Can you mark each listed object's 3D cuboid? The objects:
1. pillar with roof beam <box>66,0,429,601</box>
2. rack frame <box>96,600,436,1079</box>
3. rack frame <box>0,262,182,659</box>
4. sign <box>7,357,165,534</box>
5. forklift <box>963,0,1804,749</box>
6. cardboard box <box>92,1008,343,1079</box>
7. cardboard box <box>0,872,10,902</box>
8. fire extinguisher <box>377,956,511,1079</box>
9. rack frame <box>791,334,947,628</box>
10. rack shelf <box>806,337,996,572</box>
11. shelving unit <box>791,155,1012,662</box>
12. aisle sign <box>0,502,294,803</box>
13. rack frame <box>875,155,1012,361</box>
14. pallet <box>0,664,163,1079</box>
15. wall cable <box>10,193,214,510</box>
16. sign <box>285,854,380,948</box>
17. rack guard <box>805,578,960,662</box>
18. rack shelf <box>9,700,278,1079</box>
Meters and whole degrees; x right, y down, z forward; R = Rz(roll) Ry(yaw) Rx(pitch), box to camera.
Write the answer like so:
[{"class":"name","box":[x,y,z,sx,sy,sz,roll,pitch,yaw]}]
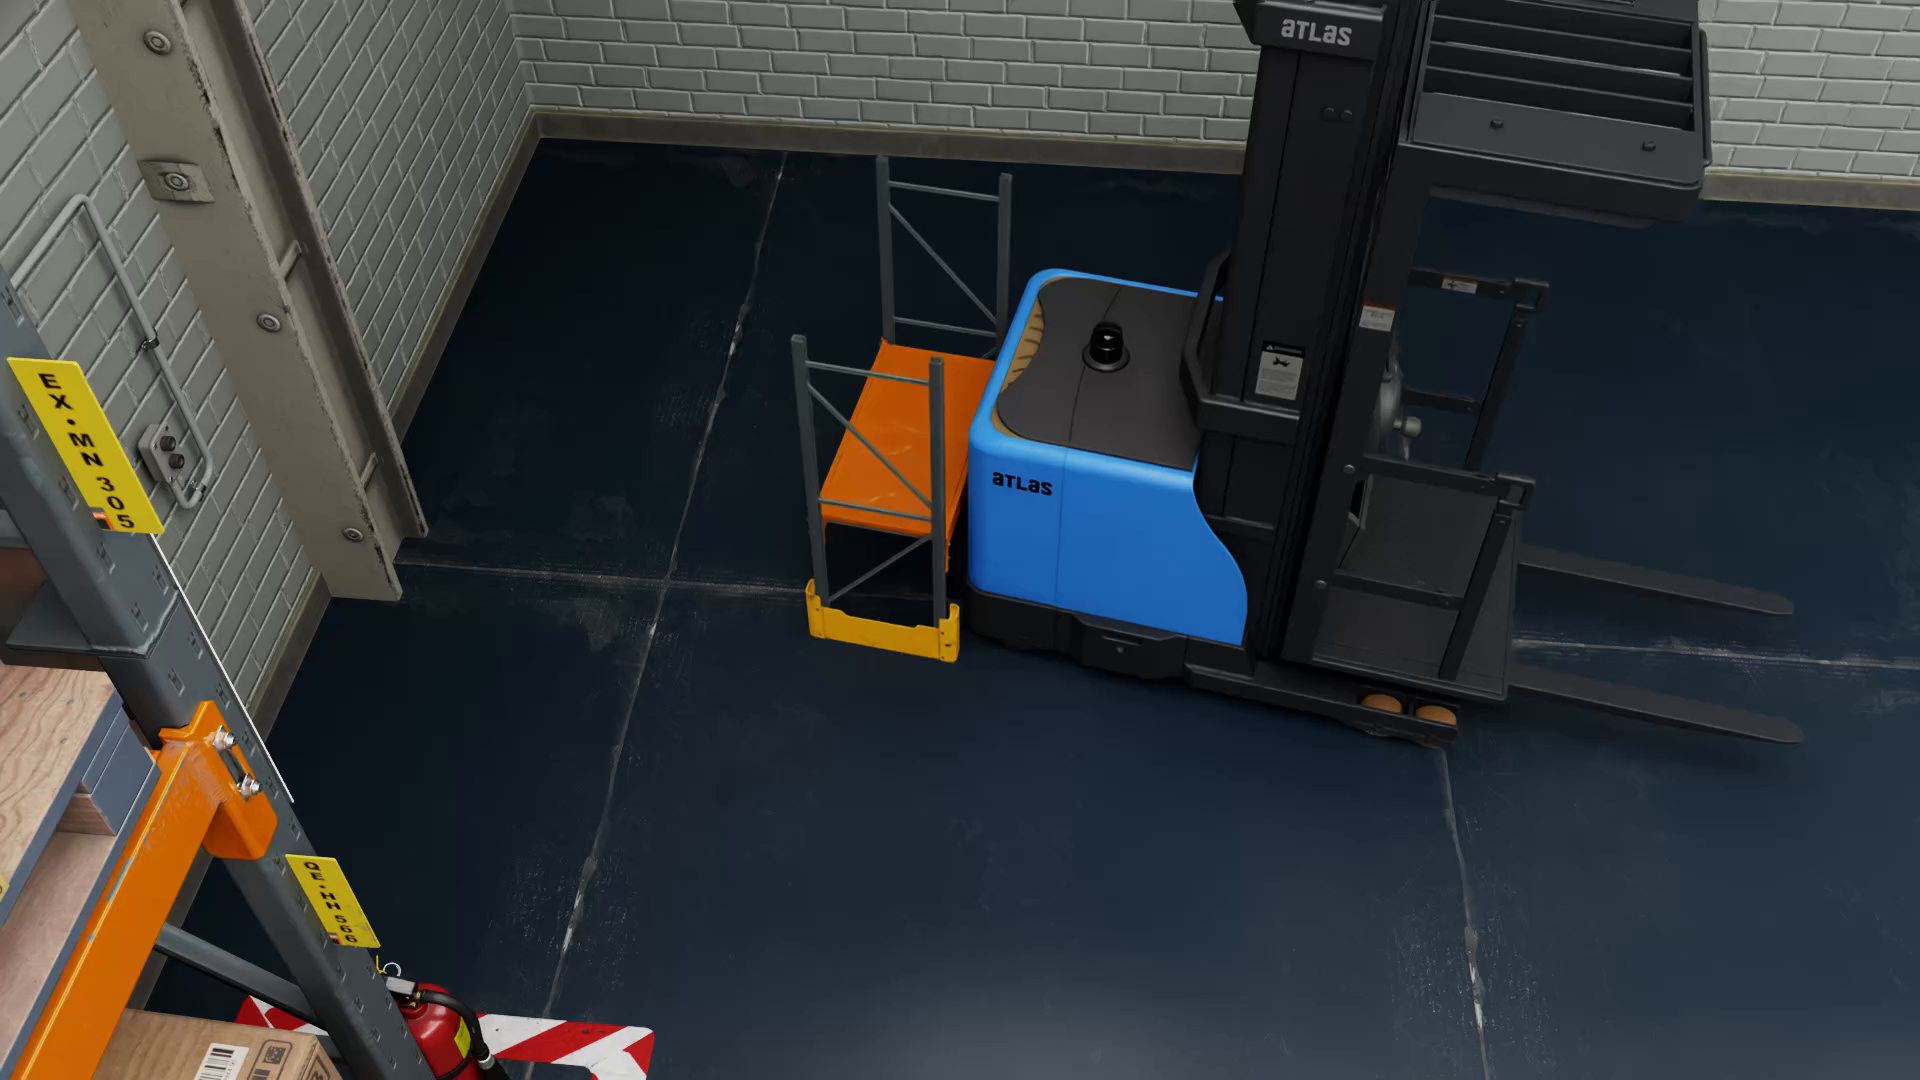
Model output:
[{"class":"pillar with roof beam","box":[1.939,-2.663,3.113,9.100,9.000,0.400,4,48,4]},{"class":"rack frame","box":[-1.733,1.115,3.724,1.000,3.000,0.127,4,48,4]},{"class":"rack frame","box":[-1.733,-0.910,1.510,1.000,3.000,0.127,4,48,4]},{"class":"sign","box":[-1.194,-0.123,2.276,0.100,0.325,0.005,4,48,4]},{"class":"forklift","box":[1.589,-0.669,5.401,3.031,2.935,1.130,12,49,11]},{"class":"cardboard box","box":[-1.770,1.389,3.269,0.980,0.700,0.700,6,48,5]},{"class":"cardboard box","box":[-1.536,0.534,1.972,0.500,0.250,0.500,5,48,5]},{"class":"fire extinguisher","box":[-1.260,1.187,3.963,0.296,0.674,0.183,4,48,4]},{"class":"rack frame","box":[-0.297,-0.102,5.853,0.500,1.500,0.032,10,48,9]},{"class":"rack shelf","box":[-0.178,-0.346,6.319,0.538,0.185,1.000,10,48,9]},{"class":"shelving unit","box":[-0.176,-0.474,6.193,0.587,1.500,1.083,10,48,9]},{"class":"aisle sign","box":[-1.428,0.205,2.794,0.394,0.787,0.004,4,48,4]},{"class":"rack frame","box":[-0.059,-0.832,6.520,0.500,1.500,0.032,10,48,9]},{"class":"pallet","box":[-1.790,0.678,2.150,1.003,0.211,1.213,4,48,4]},{"class":"wall cable","box":[-2.559,-0.233,4.267,0.084,1.984,1.851,4,48,4]},{"class":"sign","box":[-1.194,0.691,3.166,0.100,0.325,0.005,4,48,4]},{"class":"rack guard","box":[-0.292,0.306,6.327,0.587,0.250,0.087,10,48,9]},{"class":"rack shelf","box":[-1.916,1.815,1.538,1.077,0.370,4.000,4,48,4]}]
